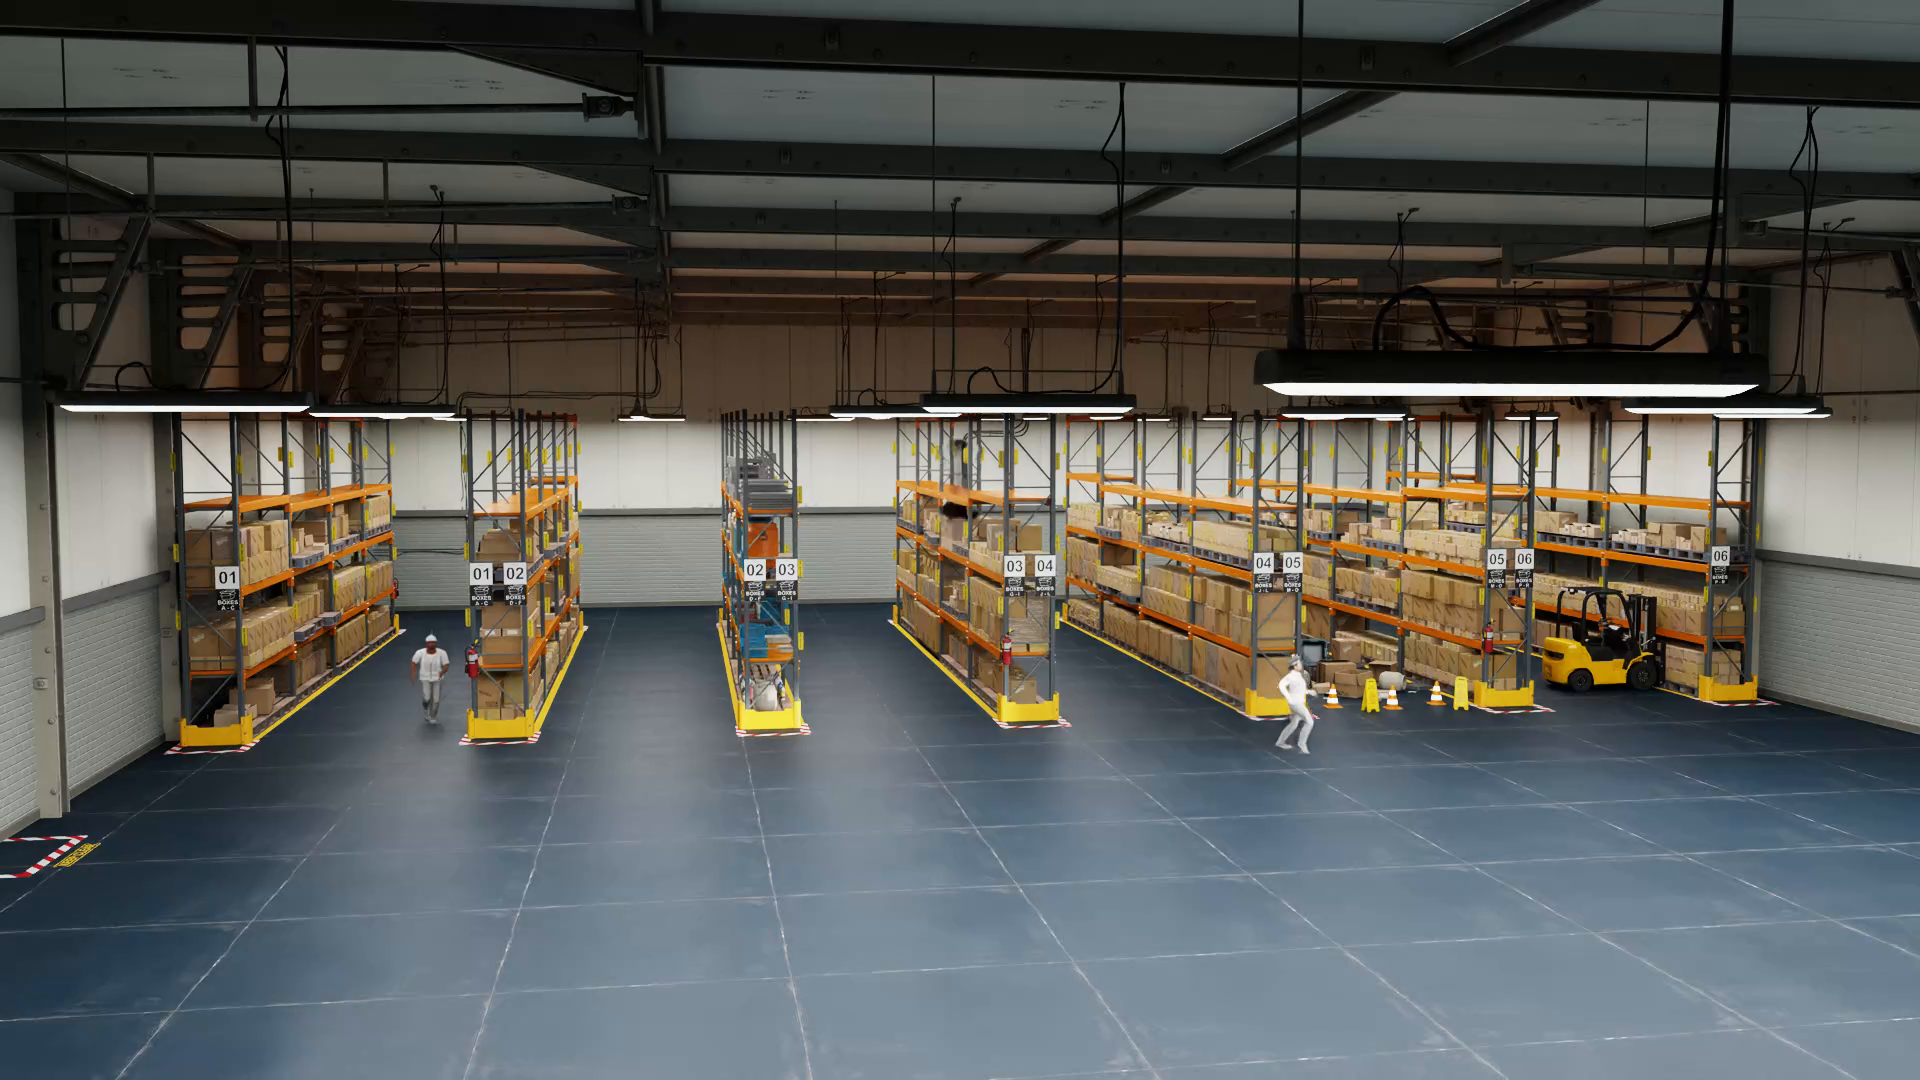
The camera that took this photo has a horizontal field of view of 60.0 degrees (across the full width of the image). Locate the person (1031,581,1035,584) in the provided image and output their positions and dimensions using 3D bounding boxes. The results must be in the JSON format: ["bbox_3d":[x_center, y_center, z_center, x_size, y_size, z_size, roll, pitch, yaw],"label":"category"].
[{"bbox_3d":[1.941,1.545,47.335,0.696,1.713,0.678,0,4,-2],"label":"person"}]

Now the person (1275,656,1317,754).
[{"bbox_3d":[5.857,2.880,28.973,0.704,1.717,0.617,1,4,20],"label":"person"}]

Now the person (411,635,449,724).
[{"bbox_3d":[-10.050,2.656,31.574,0.691,1.715,0.653,-2,4,-21],"label":"person"}]
